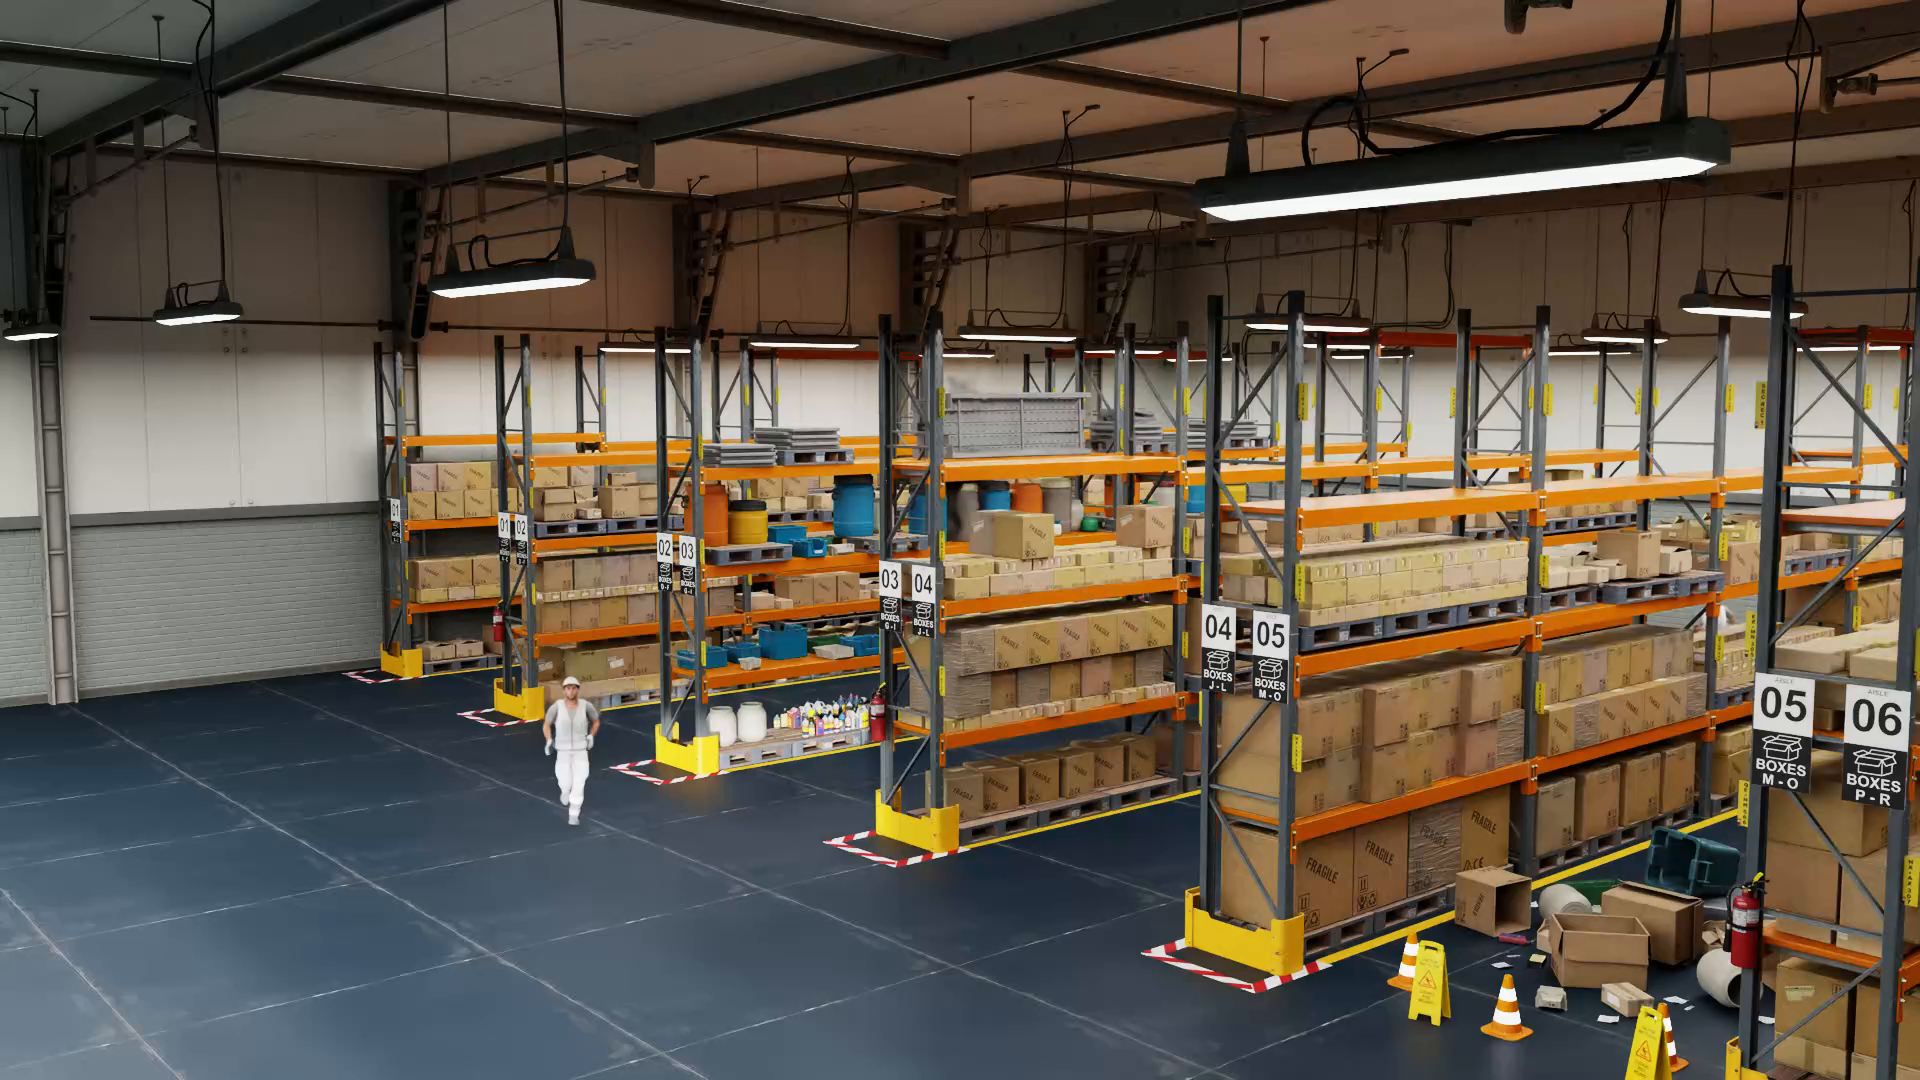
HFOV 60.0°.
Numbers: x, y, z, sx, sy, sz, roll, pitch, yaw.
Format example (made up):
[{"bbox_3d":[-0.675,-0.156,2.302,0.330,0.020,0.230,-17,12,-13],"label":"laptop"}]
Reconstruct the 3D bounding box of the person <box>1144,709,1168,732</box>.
[{"bbox_3d":[2.872,2.066,24.830,0.542,1.651,0.714,4,6,37],"label":"person"}]

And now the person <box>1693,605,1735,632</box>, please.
[{"bbox_3d":[12.732,1.758,28.036,0.731,1.808,0.684,2,6,21],"label":"person"}]

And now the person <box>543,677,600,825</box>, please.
[{"bbox_3d":[-4.631,2.494,19.885,0.665,1.744,0.622,-1,5,-15],"label":"person"}]
